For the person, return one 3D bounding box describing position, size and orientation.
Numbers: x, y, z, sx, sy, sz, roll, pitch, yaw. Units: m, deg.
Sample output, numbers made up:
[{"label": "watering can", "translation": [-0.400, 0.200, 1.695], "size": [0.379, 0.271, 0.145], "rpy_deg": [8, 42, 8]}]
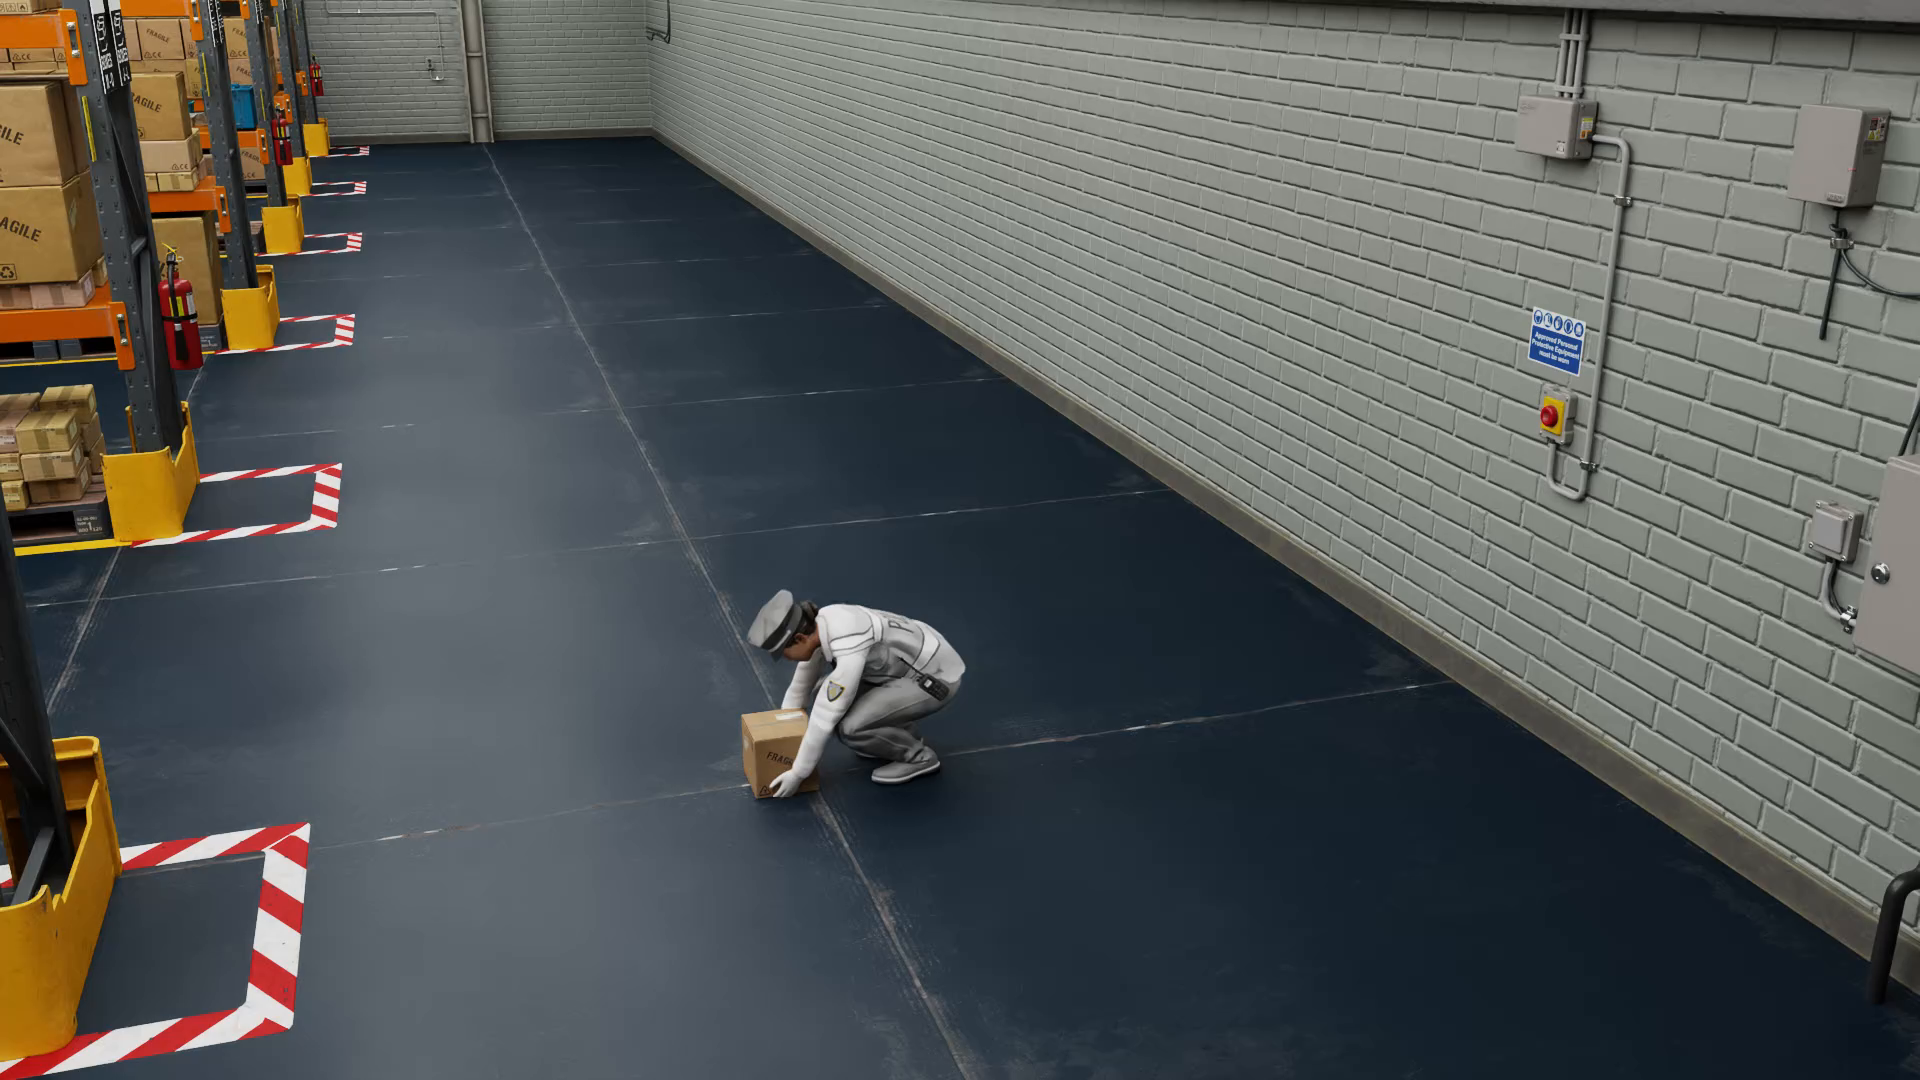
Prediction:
[{"label": "person", "translation": [-0.409, 0.557, 6.548], "size": [0.869, 0.848, 0.475], "rpy_deg": [-6, 20, -17]}]
